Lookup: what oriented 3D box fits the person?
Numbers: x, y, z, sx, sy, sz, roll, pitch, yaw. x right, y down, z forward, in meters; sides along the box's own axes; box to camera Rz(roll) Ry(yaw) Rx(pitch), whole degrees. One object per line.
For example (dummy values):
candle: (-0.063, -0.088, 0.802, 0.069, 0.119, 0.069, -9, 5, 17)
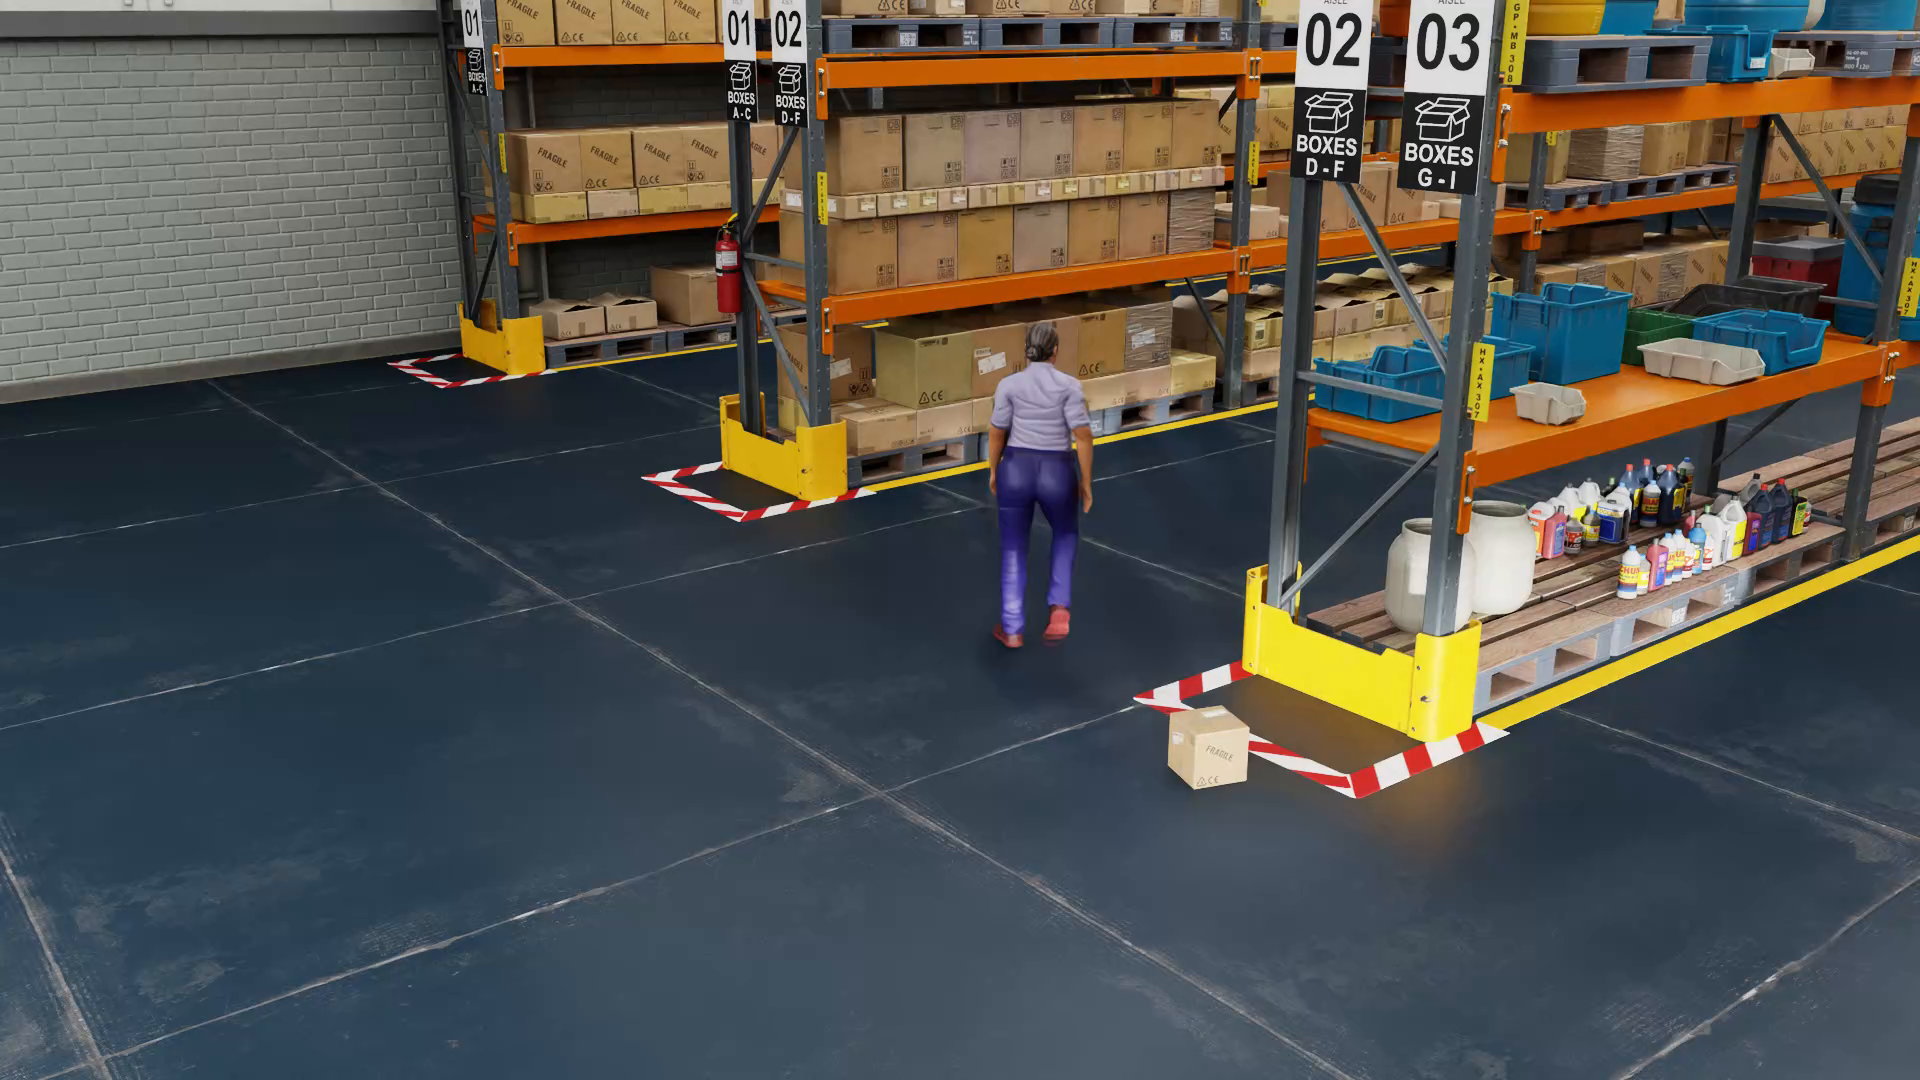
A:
person: (0.407, -0.255, 8.452, 0.530, 1.667, 0.503, 1, 18, 2)
